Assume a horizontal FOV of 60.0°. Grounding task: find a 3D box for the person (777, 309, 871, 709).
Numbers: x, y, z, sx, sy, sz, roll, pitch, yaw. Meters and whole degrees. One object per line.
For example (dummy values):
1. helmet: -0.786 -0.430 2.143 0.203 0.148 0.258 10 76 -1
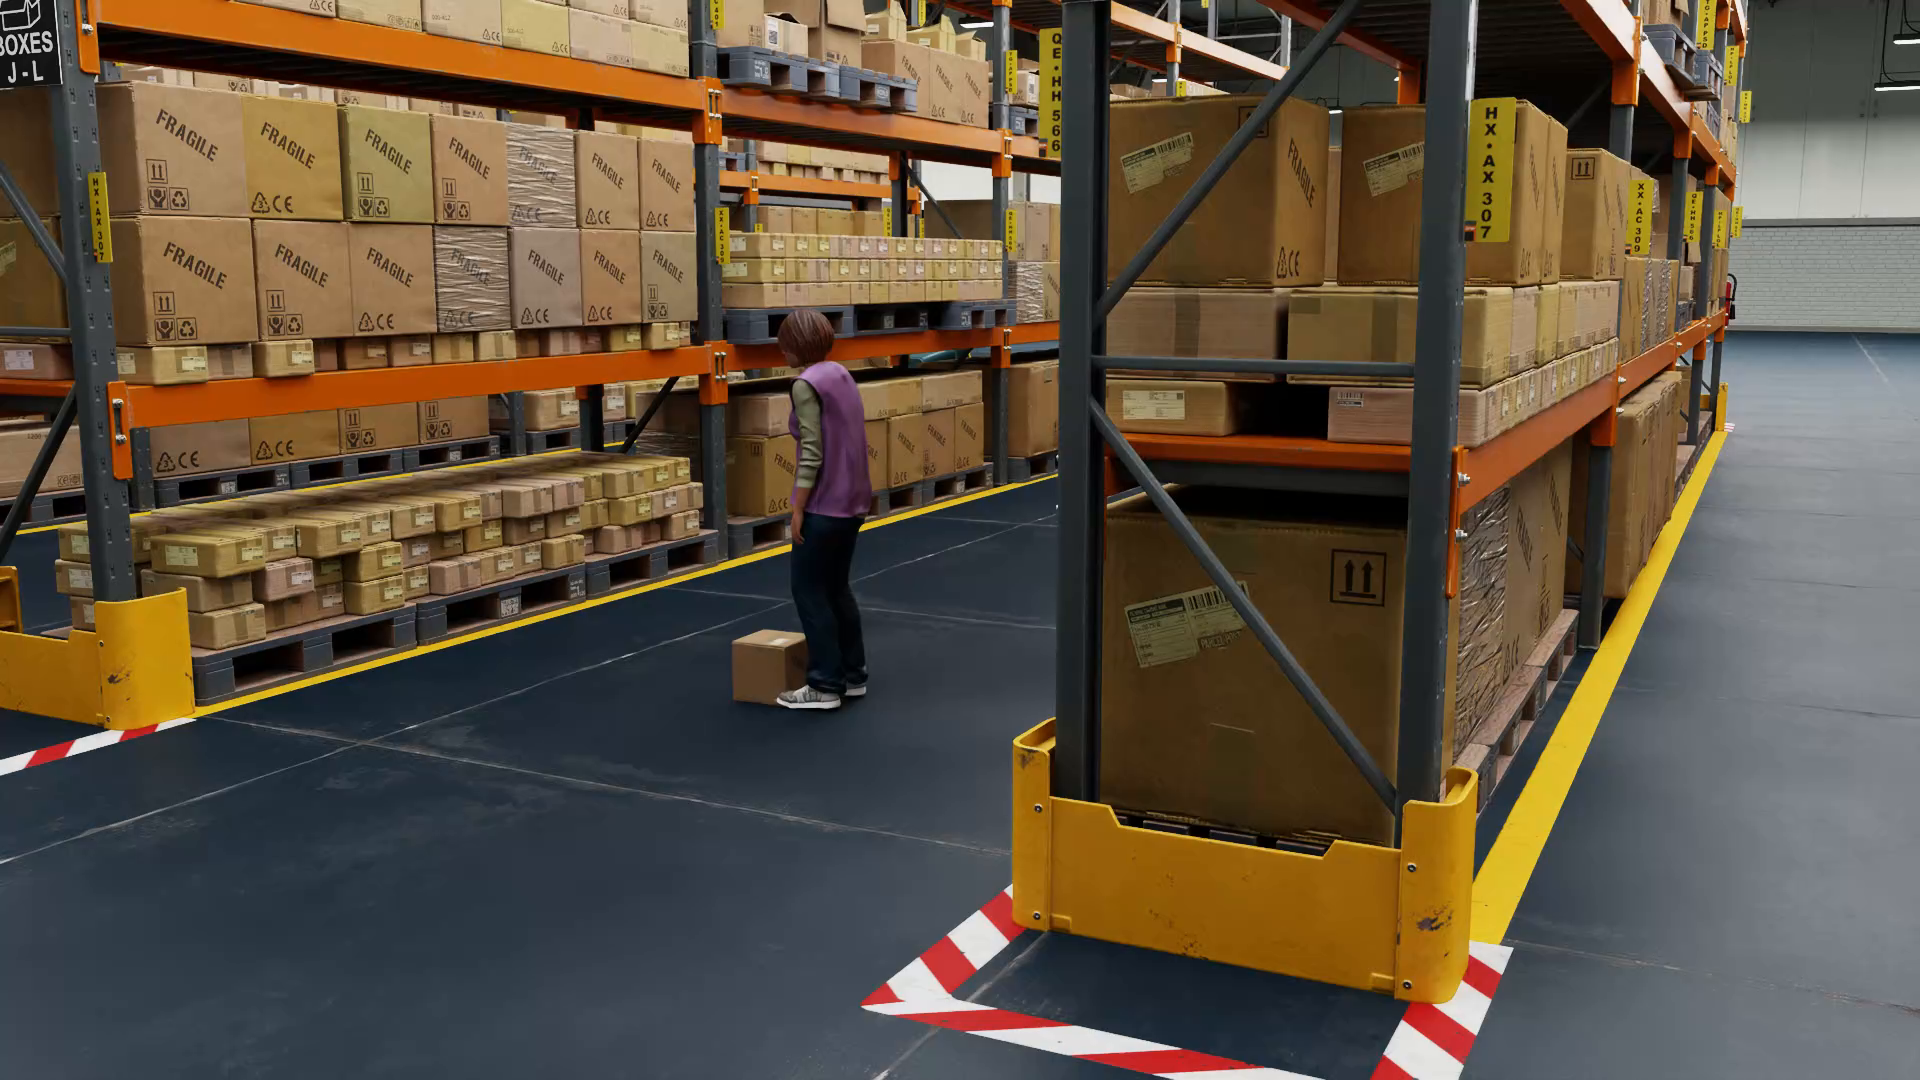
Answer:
1. person: -0.538 -0.120 6.647 0.346 1.590 0.474 4 10 23
